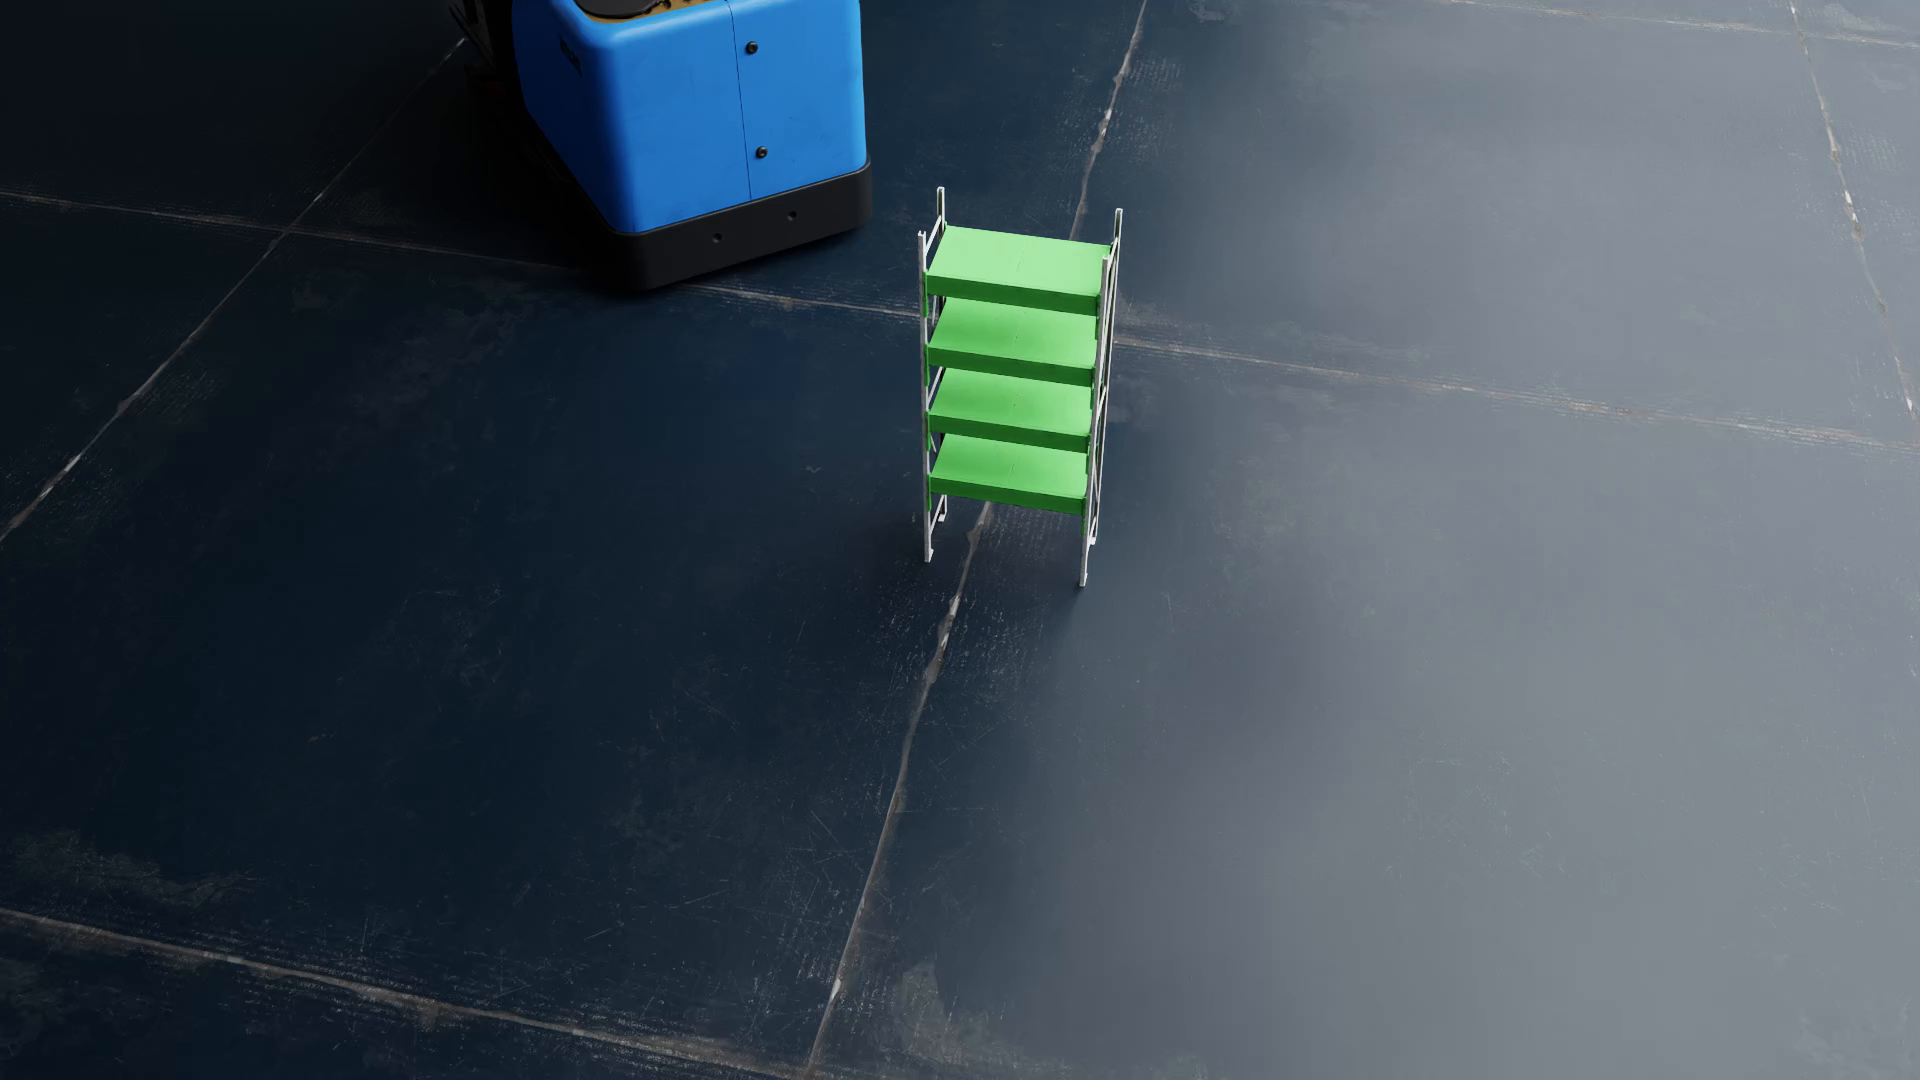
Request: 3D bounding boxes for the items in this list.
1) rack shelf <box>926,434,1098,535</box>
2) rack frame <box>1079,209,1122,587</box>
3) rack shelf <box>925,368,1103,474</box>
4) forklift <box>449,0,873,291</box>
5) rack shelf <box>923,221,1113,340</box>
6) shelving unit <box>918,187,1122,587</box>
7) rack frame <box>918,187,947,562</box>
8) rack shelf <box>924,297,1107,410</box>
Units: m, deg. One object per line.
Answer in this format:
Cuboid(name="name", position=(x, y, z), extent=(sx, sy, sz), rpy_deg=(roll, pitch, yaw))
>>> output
Cuboid(name="rack shelf", position=(0.162, -0.188, 5.019), extent=(0.480, 0.148, 0.258), rpy_deg=(9, 45, 9))
Cuboid(name="rack frame", position=(0.400, -0.370, 4.769), extent=(0.015, 1.200, 0.240), rpy_deg=(9, 45, 9))
Cuboid(name="rack shelf", position=(0.162, -0.361, 4.852), extent=(0.480, 0.148, 0.258), rpy_deg=(9, 45, 9))
Cuboid(name="forklift", position=(-1.488, -2.986, 6.238), extent=(1.130, 2.935, 3.031), rpy_deg=(-21, 48, -20))
Cuboid(name="rack shelf", position=(0.162, -0.707, 4.519), extent=(0.480, 0.148, 0.258), rpy_deg=(9, 45, 9))
Cuboid(name="shelving unit", position=(0.162, -0.407, 4.808), extent=(0.503, 1.200, 0.258), rpy_deg=(9, 45, 9))
Cuboid(name="rack frame", position=(-0.077, -0.444, 4.846), extent=(0.015, 1.200, 0.240), rpy_deg=(9, 45, 9))
Cuboid(name="rack shelf", position=(0.162, -0.534, 4.686), extent=(0.480, 0.148, 0.258), rpy_deg=(9, 45, 9))
